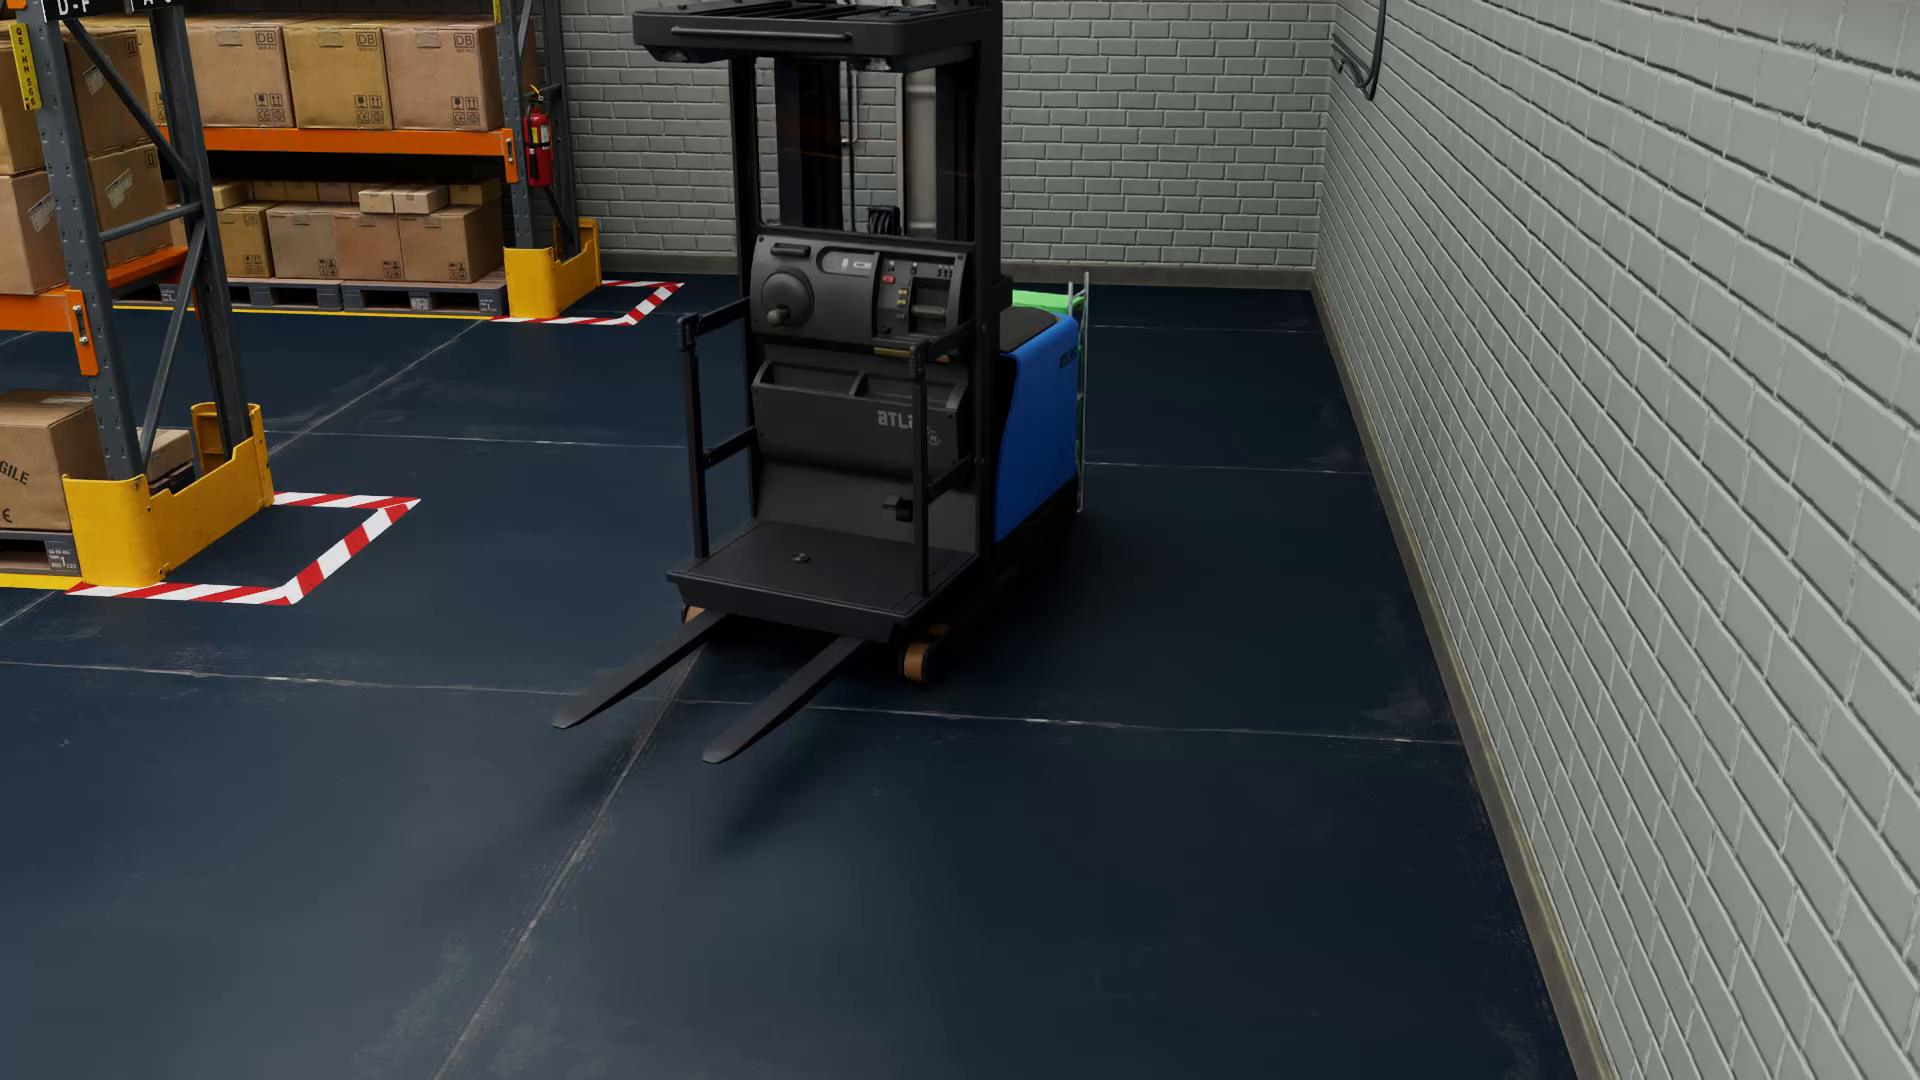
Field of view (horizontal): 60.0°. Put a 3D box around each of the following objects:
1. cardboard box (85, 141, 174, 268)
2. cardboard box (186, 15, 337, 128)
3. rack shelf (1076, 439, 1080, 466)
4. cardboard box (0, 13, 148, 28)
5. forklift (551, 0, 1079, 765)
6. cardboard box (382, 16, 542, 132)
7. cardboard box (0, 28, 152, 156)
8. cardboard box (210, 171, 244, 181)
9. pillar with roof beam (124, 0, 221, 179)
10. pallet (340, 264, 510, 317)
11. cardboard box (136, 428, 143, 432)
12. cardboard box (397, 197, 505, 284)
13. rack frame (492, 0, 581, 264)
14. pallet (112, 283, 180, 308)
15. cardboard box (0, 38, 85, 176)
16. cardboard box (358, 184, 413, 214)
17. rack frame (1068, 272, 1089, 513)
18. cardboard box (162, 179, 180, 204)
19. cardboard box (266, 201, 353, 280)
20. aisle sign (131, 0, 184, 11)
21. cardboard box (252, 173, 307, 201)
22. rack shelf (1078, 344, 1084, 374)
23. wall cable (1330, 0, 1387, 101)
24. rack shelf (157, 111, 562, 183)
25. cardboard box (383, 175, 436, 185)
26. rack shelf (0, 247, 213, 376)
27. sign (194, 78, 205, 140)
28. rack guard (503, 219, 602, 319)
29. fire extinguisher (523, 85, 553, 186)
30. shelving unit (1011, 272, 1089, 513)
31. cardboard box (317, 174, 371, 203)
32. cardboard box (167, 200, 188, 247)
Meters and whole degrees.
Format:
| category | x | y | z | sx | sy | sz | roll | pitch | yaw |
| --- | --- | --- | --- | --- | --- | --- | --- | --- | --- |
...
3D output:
| category | x | y | z | sx | sy | sz | roll | pitch | yaw |
| --- | --- | --- | --- | --- | --- | --- | --- | --- | --- |
| cardboard box | -4.039 | -1.559 | 7.666 | 0.500 | 0.500 | 0.500 | 3 | 22 | 7 |
| cardboard box | -5.038 | -3.427 | 12.120 | 0.700 | 0.700 | 0.980 | 1 | 22 | 4 |
| rack shelf | 0.333 | -0.425 | 8.210 | 0.480 | 0.148 | 0.258 | 9 | 23 | 22 |
| cardboard box | -6.486 | -3.488 | 12.276 | 0.700 | 0.700 | 0.980 | 3 | 22 | 7 |
| forklift | -0.495 | -0.979 | 6.430 | 1.130 | 2.935 | 3.031 | 9 | 23 | 22 |
| cardboard box | -3.558 | -3.363 | 11.959 | 0.700 | 0.700 | 0.980 | 3 | 22 | 9 |
| cardboard box | -4.039 | -2.024 | 7.482 | 0.500 | 0.500 | 0.500 | 3 | 22 | 8 |
| cardboard box | -5.628 | -2.689 | 12.607 | 0.250 | 0.149 | 0.380 | 2 | 22 | 5 |
| pillar with roof beam | -6.732 | -4.882 | 8.049 | 0.400 | 9.000 | 9.100 | 2 | 22 | 6 |
| pallet | -3.854 | -1.915 | 12.496 | 1.213 | 0.211 | 1.003 | 2 | 22 | 6 |
| cardboard box | -4.253 | -0.438 | 8.223 | 0.250 | 0.166 | 0.380 | 2 | 22 | 6 |
| cardboard box | -3.757 | -2.232 | 12.334 | 0.500 | 0.500 | 0.700 | 2 | 22 | 6 |
| rack frame | -3.051 | -3.205 | 11.968 | 0.127 | 3.000 | 1.000 | 2 | 22 | 6 |
| pallet | -6.277 | -2.020 | 12.763 | 1.213 | 0.211 | 1.003 | 2 | 22 | 6 |
| cardboard box | -4.104 | -1.827 | 6.985 | 0.500 | 0.500 | 0.500 | 2 | 22 | 6 |
| cardboard box | -4.160 | -2.483 | 12.088 | 0.250 | 0.149 | 0.380 | 3 | 22 | 8 |
| rack frame | 0.557 | -0.672 | 8.007 | 0.015 | 1.200 | 0.240 | 9 | 23 | 22 |
| cardboard box | -5.974 | -2.562 | 12.286 | 0.250 | 0.149 | 0.380 | 3 | 22 | 8 |
| cardboard box | -4.754 | -2.275 | 12.443 | 0.500 | 0.500 | 0.700 | 2 | 22 | 5 |
| aisle sign | -3.527 | -2.710 | 7.178 | 0.004 | 0.787 | 0.394 | 2 | 22 | 6 |
| cardboard box | -5.120 | -2.667 | 12.551 | 0.250 | 0.149 | 0.380 | 2 | 22 | 5 |
| rack shelf | 0.333 | -0.872 | 8.034 | 0.480 | 0.148 | 0.258 | 9 | 23 | 22 |
| wall cable | 2.524 | -4.176 | 10.487 | 0.112 | 2.526 | 3.097 | 2 | 22 | 6 |
| rack shelf | -5.037 | -2.957 | 12.319 | 4.000 | 0.370 | 1.077 | 2 | 22 | 6 |
| cardboard box | -4.113 | -2.623 | 12.441 | 0.250 | 0.149 | 0.380 | 3 | 22 | 6 |
| rack shelf | -5.616 | -1.149 | 7.744 | 4.000 | 0.370 | 1.077 | 2 | 22 | 6 |
| sign | -3.566 | -1.997 | 7.734 | 0.005 | 0.325 | 0.100 | 2 | 22 | 6 |
| rack guard | -3.027 | -2.042 | 12.425 | 0.348 | 0.500 | 1.175 | 2 | 22 | 6 |
| fire extinguisher | -2.955 | -2.821 | 11.608 | 0.183 | 0.674 | 0.296 | 2 | 22 | 6 |
| shelving unit | 0.333 | -0.708 | 8.099 | 0.503 | 1.200 | 0.258 | 9 | 23 | 22 |
| cardboard box | -4.614 | -2.645 | 12.496 | 0.250 | 0.149 | 0.380 | 3 | 22 | 7 |
| cardboard box | -5.794 | -2.319 | 12.553 | 0.500 | 0.500 | 0.700 | 2 | 22 | 6 |
